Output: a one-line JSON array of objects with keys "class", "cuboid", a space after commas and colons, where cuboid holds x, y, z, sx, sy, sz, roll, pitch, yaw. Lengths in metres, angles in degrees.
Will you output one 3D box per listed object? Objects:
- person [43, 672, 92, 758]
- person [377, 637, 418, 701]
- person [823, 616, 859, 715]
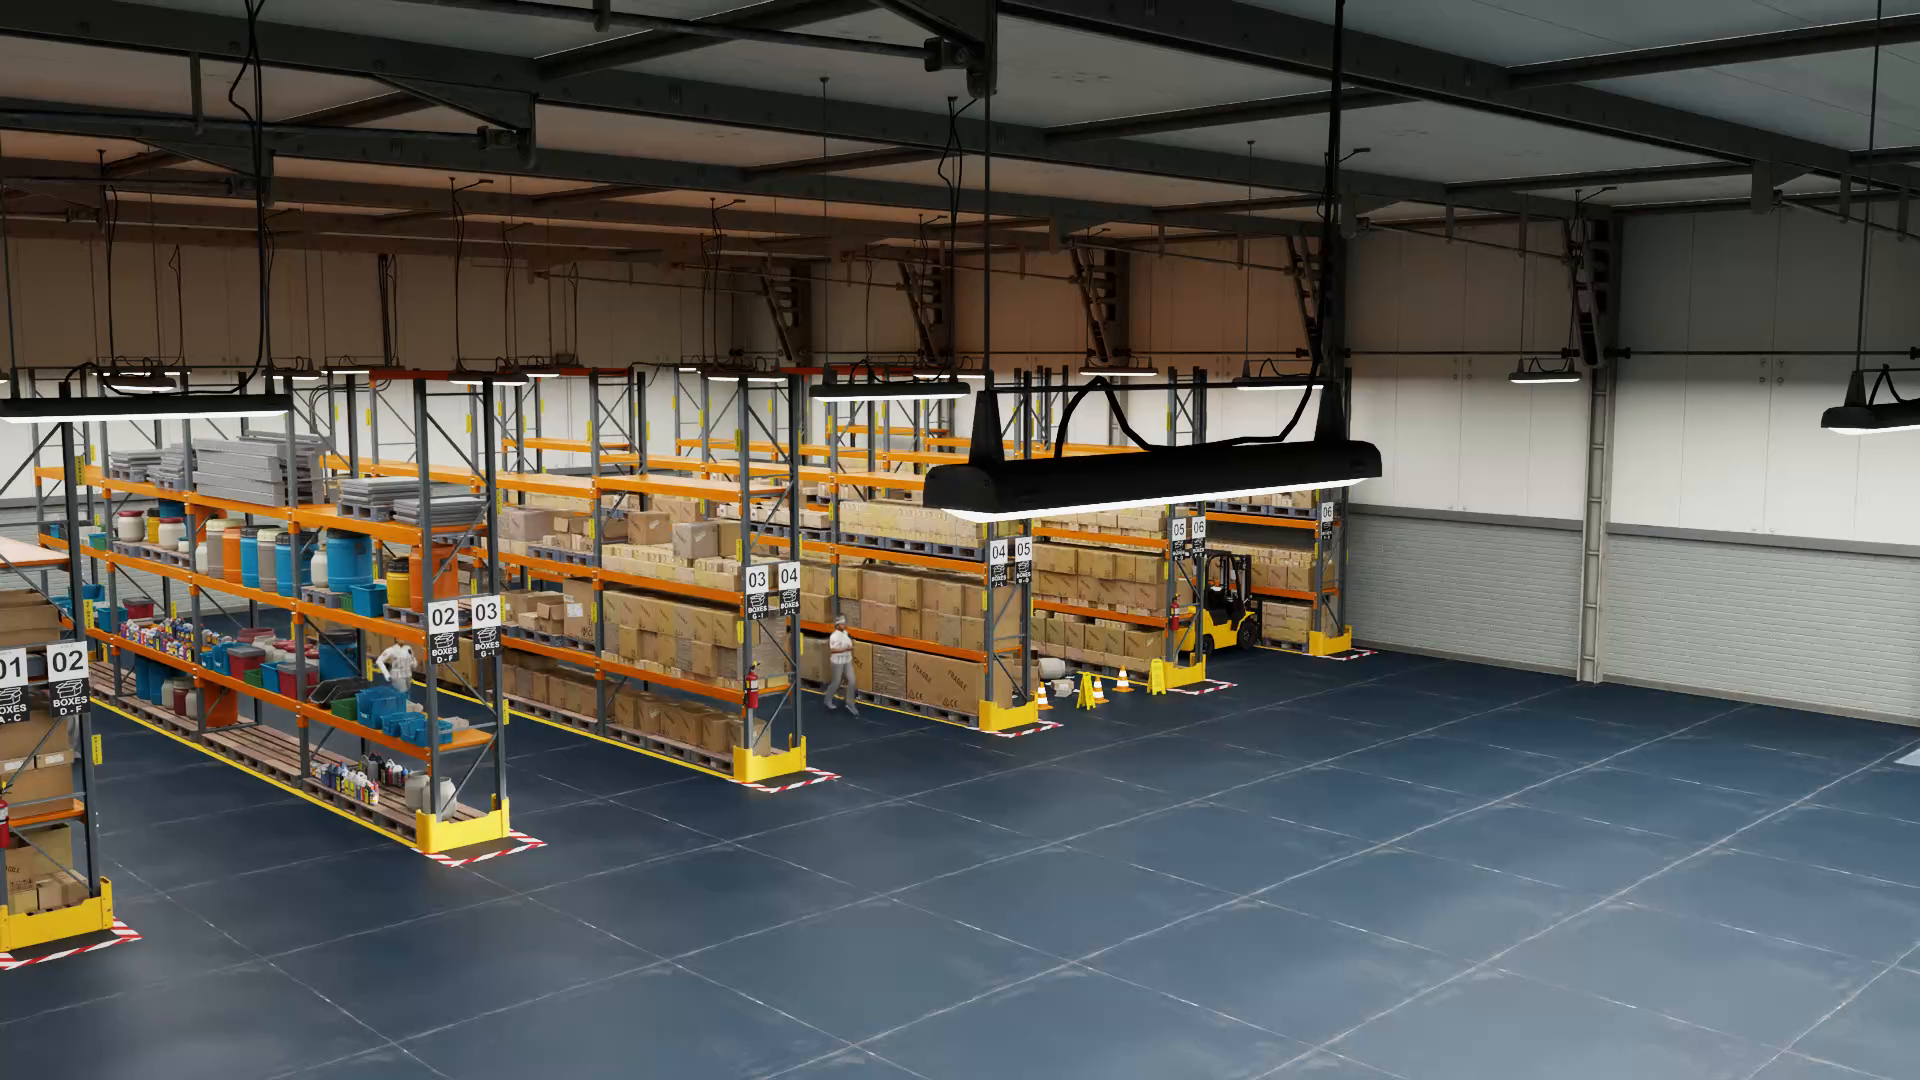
[{"class": "person", "cuboid": [-13.864, 2.540, 25.933, 0.563, 1.746, 0.710, 6, 9, 42]}, {"class": "person", "cuboid": [-9.379, 2.353, 27.935, 0.694, 1.703, 0.571, 4, 7, 30]}, {"class": "person", "cuboid": [-2.099, 2.189, 29.231, 0.742, 1.754, 0.560, 6, 9, 41]}]
